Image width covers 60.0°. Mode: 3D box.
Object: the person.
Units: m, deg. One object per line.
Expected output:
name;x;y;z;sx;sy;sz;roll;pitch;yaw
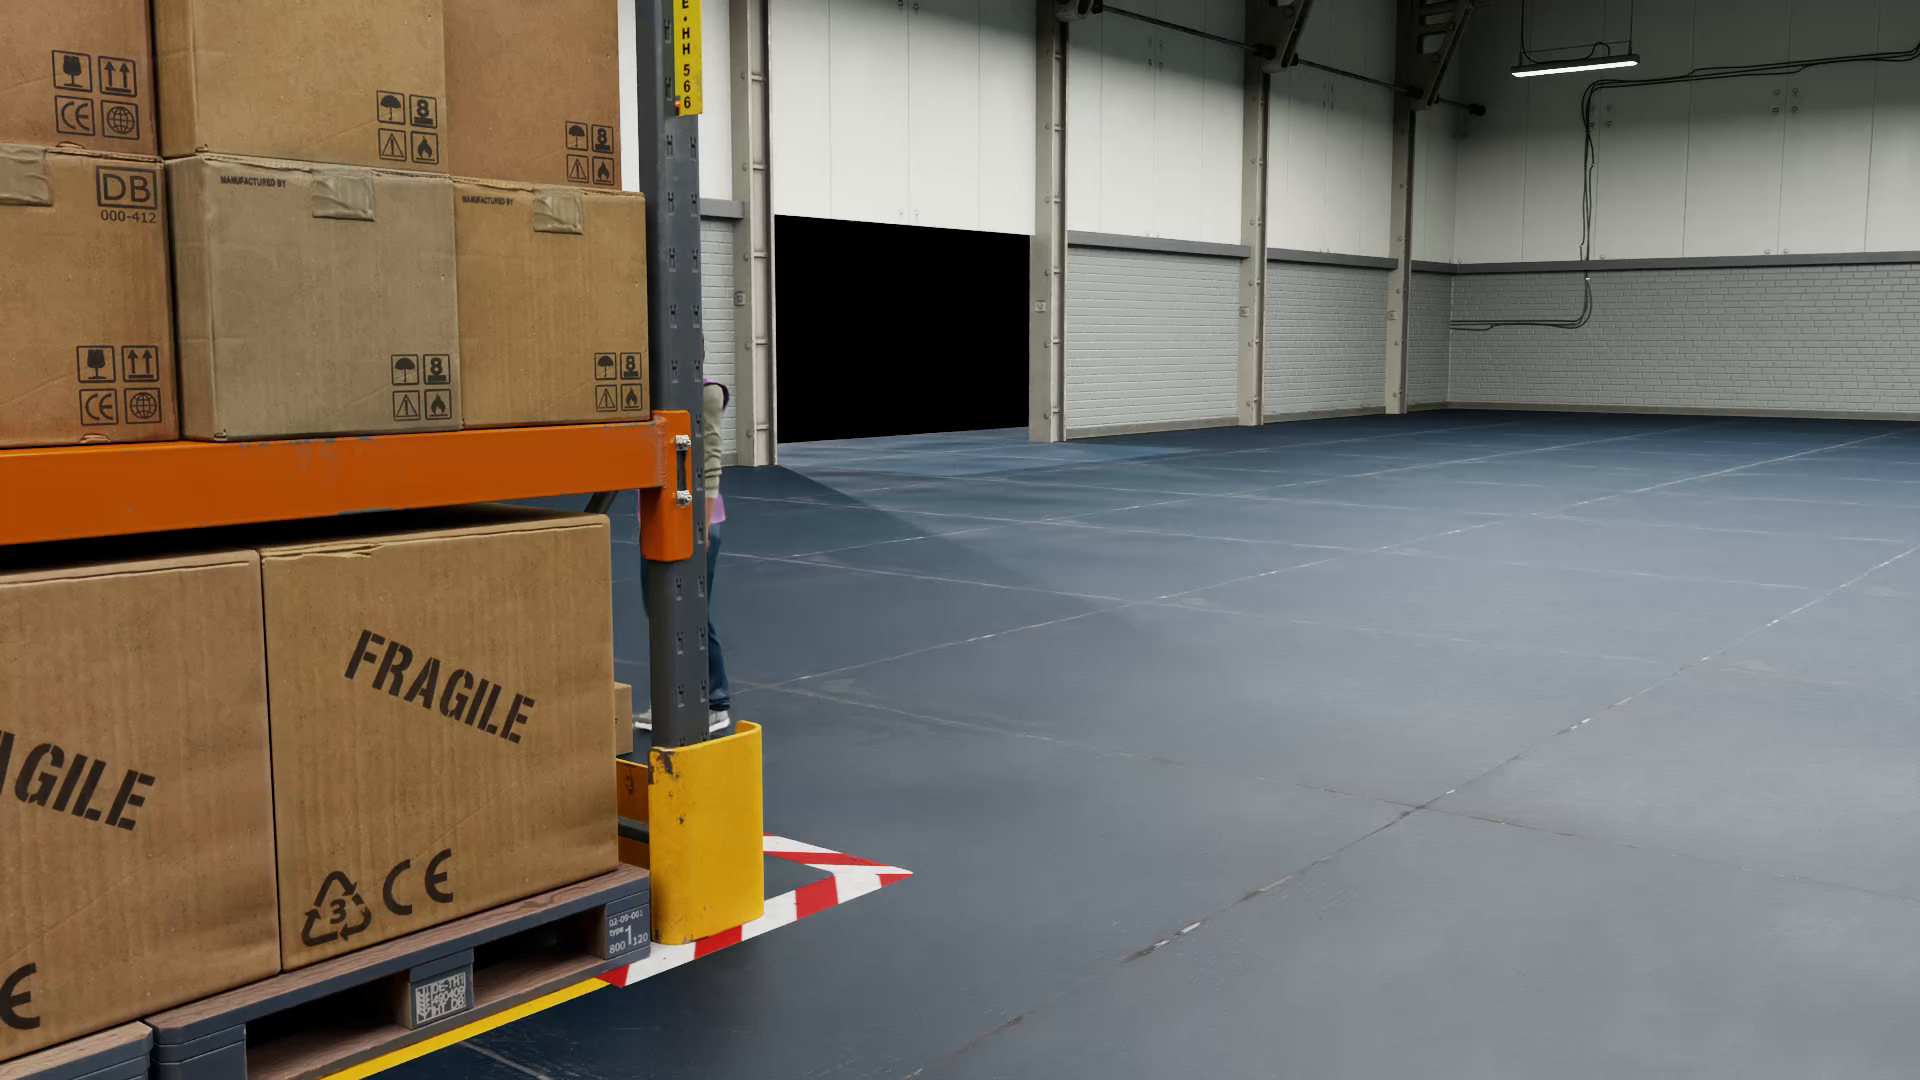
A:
person;-1.049;-0.051;6.333;0.408;1.593;0.299;6;9;40
